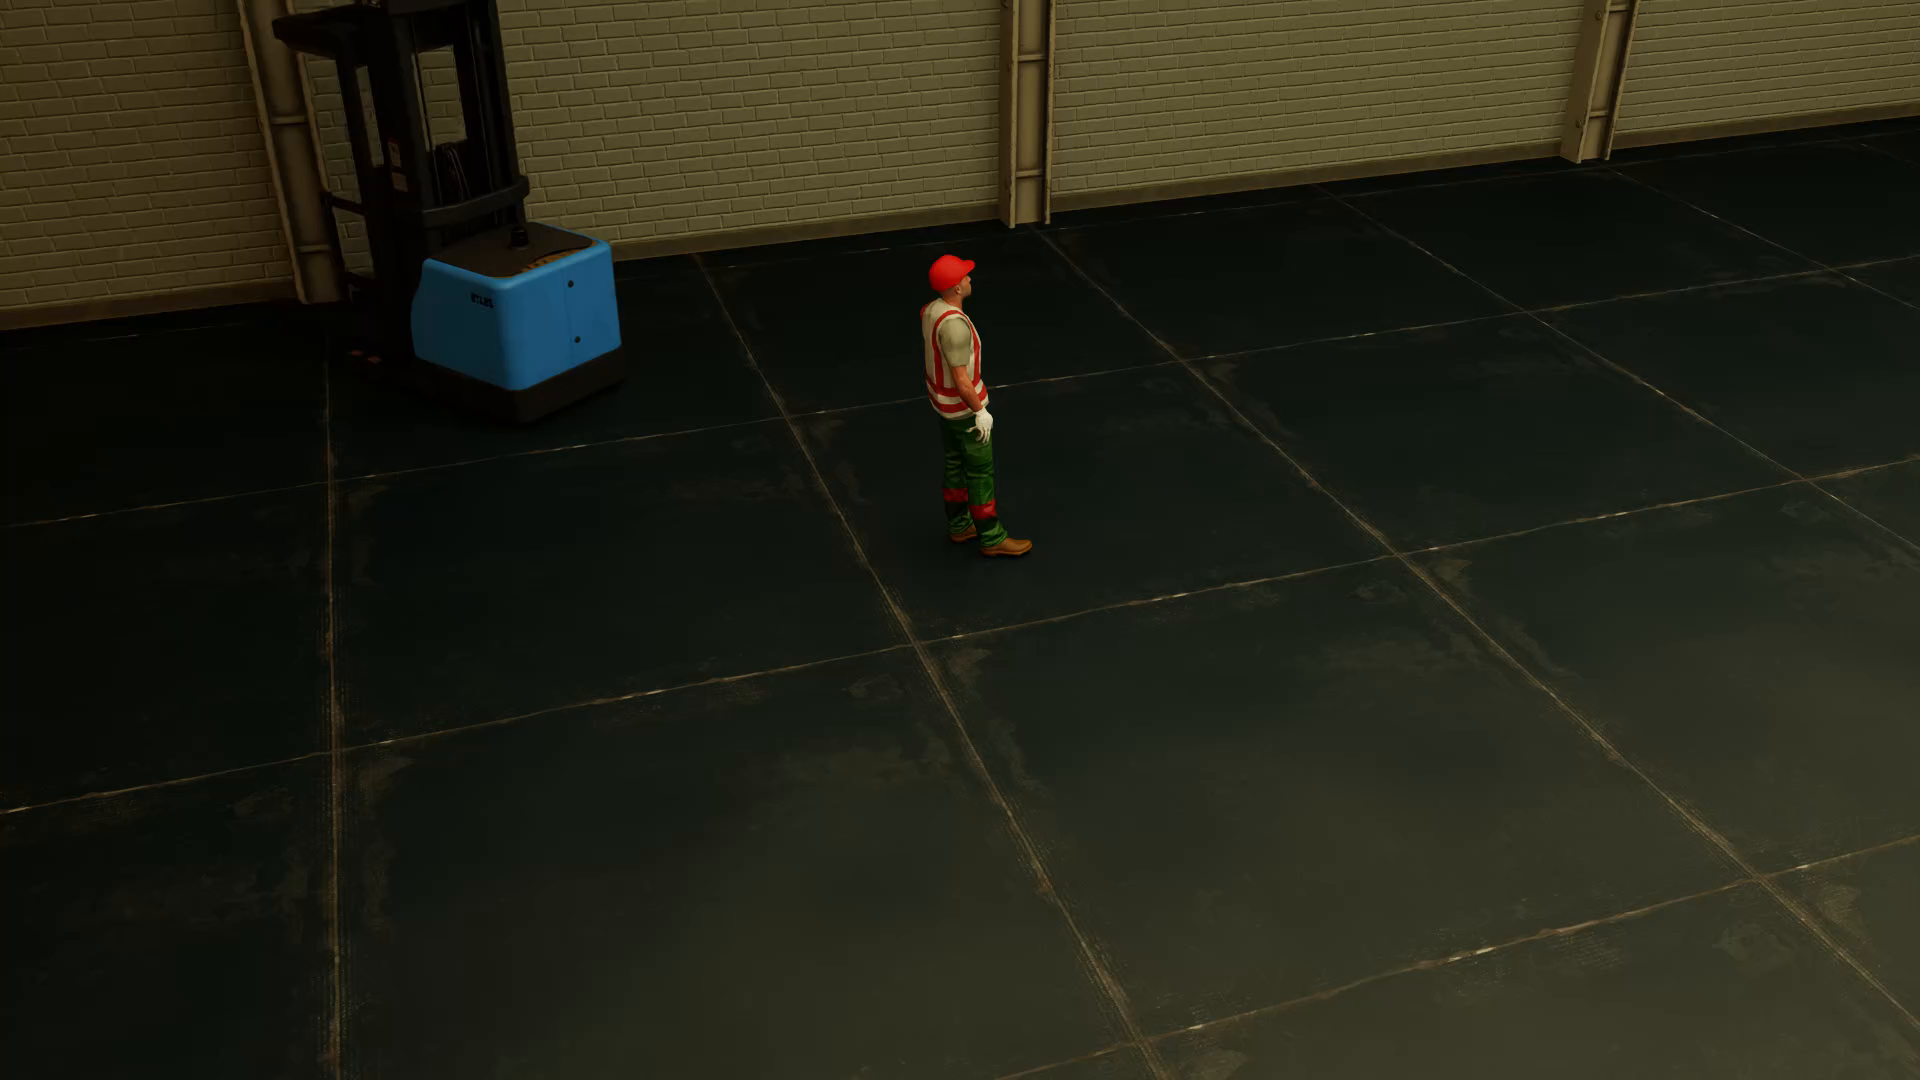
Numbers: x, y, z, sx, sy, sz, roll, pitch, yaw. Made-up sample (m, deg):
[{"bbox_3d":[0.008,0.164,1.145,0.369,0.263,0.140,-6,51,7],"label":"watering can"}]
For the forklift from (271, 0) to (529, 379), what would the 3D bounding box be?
[{"bbox_3d":[-3.881,-2.629,11.656,3.031,2.935,1.121,20,35,30],"label":"forklift"}]

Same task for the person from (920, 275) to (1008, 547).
[{"bbox_3d":[0.014,-0.780,9.570,0.421,1.689,0.638,-10,31,-16],"label":"person"}]
